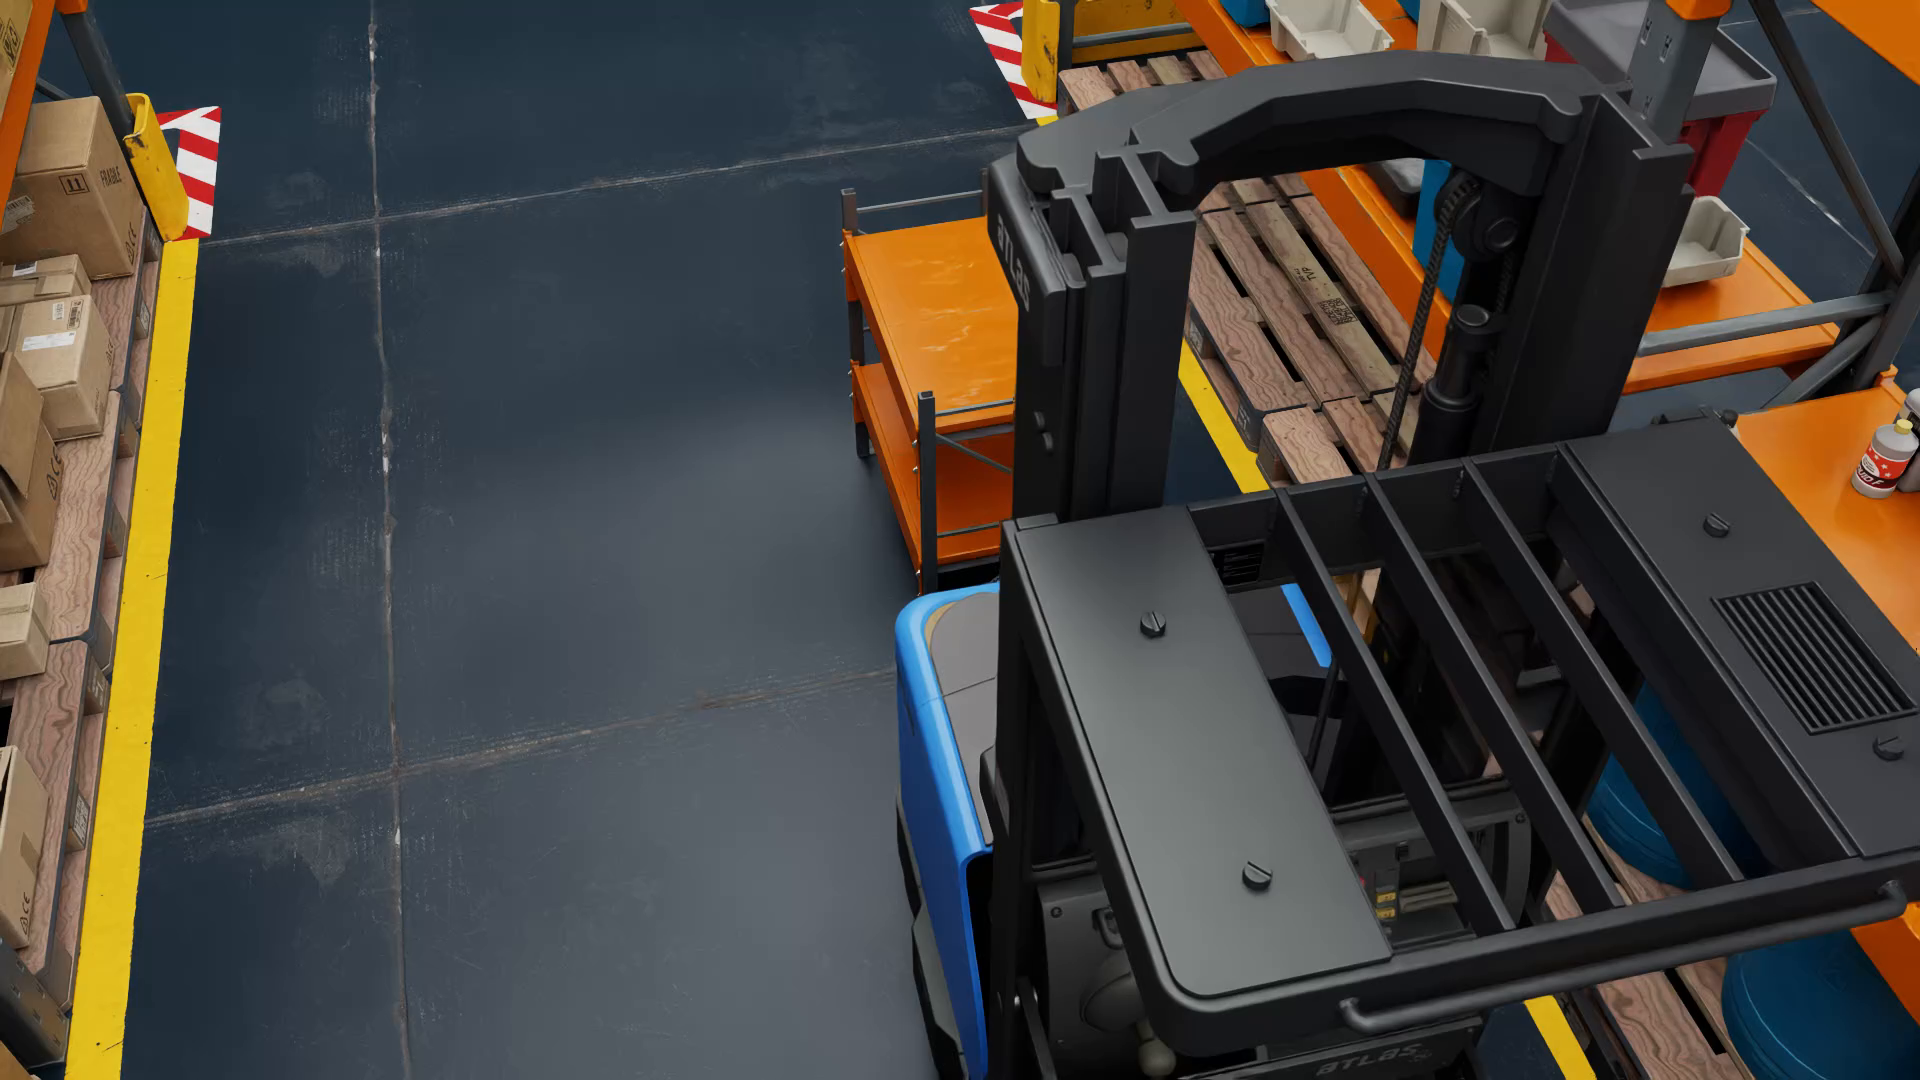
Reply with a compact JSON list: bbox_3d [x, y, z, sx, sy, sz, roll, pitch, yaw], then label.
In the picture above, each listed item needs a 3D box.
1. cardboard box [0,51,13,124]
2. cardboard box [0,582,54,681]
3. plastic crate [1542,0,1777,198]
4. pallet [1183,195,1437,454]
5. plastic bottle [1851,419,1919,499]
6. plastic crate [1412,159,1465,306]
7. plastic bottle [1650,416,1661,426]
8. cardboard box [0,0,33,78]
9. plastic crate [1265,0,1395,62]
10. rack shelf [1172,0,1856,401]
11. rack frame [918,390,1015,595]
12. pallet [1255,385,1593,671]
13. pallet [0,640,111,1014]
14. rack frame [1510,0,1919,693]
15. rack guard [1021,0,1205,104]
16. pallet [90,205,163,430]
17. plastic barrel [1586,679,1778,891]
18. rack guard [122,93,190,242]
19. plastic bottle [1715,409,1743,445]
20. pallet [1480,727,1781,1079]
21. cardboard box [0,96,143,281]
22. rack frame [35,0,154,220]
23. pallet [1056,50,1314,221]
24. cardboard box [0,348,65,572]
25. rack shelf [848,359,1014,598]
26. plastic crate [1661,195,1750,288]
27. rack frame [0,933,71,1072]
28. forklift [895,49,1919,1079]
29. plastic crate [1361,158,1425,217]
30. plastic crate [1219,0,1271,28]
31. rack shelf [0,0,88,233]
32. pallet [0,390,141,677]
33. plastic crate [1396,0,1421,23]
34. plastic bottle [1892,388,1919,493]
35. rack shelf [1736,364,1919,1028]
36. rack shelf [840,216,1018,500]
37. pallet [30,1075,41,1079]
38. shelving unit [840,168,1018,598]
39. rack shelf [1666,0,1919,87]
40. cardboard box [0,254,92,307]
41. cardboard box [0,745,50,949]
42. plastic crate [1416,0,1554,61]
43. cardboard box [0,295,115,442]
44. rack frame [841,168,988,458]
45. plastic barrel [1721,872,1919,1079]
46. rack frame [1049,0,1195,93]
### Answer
[{"bbox_3d":[-3.249,-1.452,5.003,0.500,0.500,0.500,-10,46,-10],"label":"cardboard box"},{"bbox_3d":[-2.991,0.295,5.037,0.380,0.166,0.250,-11,47,-10],"label":"cardboard box"},{"bbox_3d":[1.942,-1.227,4.765,0.402,0.464,0.583,-11,47,-10],"label":"plastic crate"},{"bbox_3d":[1.386,-0.890,6.474,1.003,0.211,1.213,-11,47,-10],"label":"pallet"},{"bbox_3d":[2.225,-0.203,3.988,0.097,0.201,0.097,0,46,0],"label":"plastic bottle"},{"bbox_3d":[1.479,-0.797,4.400,0.392,0.384,0.575,-11,47,-10],"label":"plastic crate"},{"bbox_3d":[1.609,-0.149,3.878,0.061,0.283,0.133,-11,47,-10],"label":"plastic bottle"},{"bbox_3d":[-3.371,-1.798,5.342,0.500,0.500,0.500,-10,46,-10],"label":"cardboard box"},{"bbox_3d":[1.192,-1.597,5.358,0.293,0.136,0.466,-11,47,-10],"label":"plastic crate"},{"bbox_3d":[1.416,-1.650,5.771,1.077,0.370,4.000,-11,47,-10],"label":"rack shelf"},{"bbox_3d":[0.128,-0.047,5.009,0.500,1.125,0.032,-11,47,-10],"label":"rack frame"},{"bbox_3d":[1.702,-0.046,5.647,1.003,0.211,1.213,-11,47,-10],"label":"pallet"},{"bbox_3d":[-3.036,0.884,4.736,1.003,0.211,1.213,-11,47,-10],"label":"pallet"},{"bbox_3d":[1.928,-0.521,4.161,1.000,3.000,0.127,-11,47,-10],"label":"rack frame"},{"bbox_3d":[0.885,-2.422,7.774,1.175,0.500,0.348,-11,47,-10],"label":"rack guard"},{"bbox_3d":[-3.661,-0.801,6.387,1.003,0.211,1.213,-11,47,-10],"label":"pallet"},{"bbox_3d":[2.051,0.445,4.389,0.600,0.901,0.708,-11,47,-10],"label":"plastic barrel"},{"bbox_3d":[-3.866,-1.452,6.823,1.175,0.500,0.348,-11,47,-10],"label":"rack guard"},{"bbox_3d":[1.715,-0.174,3.855,0.144,0.351,0.185,-11,47,-10],"label":"plastic bottle"},{"bbox_3d":[2.085,0.995,4.627,1.003,0.211,1.213,-11,47,-10],"label":"pallet"},{"bbox_3d":[-3.508,-1.328,6.394,0.500,0.500,0.500,-11,47,-10],"label":"cardboard box"},{"bbox_3d":[-3.885,-2.380,5.982,1.000,3.000,0.127,-11,47,-10],"label":"rack frame"},{"bbox_3d":[1.078,-1.730,7.298,1.003,0.211,1.213,-11,47,-10],"label":"pallet"},{"bbox_3d":[-3.347,-0.194,5.280,0.797,0.503,0.637,-11,47,-10],"label":"cardboard box"},{"bbox_3d":[-0.002,-0.227,5.527,0.538,0.278,1.000,-11,47,-10],"label":"rack shelf"},{"bbox_3d":[1.947,-0.797,4.574,0.396,0.136,0.243,-11,47,-10],"label":"plastic crate"},{"bbox_3d":[-2.861,0.382,3.276,1.000,3.000,0.127,-11,47,-10],"label":"rack frame"},{"bbox_3d":[0.653,0.819,2.895,1.130,2.935,3.031,-9,46,-9],"label":"forklift"},{"bbox_3d":[1.382,-1.170,4.947,0.437,0.125,0.590,-11,47,-10],"label":"plastic crate"},{"bbox_3d":[1.063,-1.898,5.585,0.416,0.233,0.300,-11,47,-10],"label":"plastic crate"},{"bbox_3d":[-3.373,-0.747,4.886,1.077,0.370,4.000,-11,47,-10],"label":"rack shelf"},{"bbox_3d":[-3.352,0.040,5.563,1.003,0.211,1.213,-11,47,-10],"label":"pallet"},{"bbox_3d":[1.678,-1.874,5.562,0.416,0.233,0.300,-11,47,-10],"label":"plastic crate"},{"bbox_3d":[2.341,-0.265,3.996,0.152,0.276,0.135,-11,47,-10],"label":"plastic bottle"},{"bbox_3d":[2.440,1.111,3.064,1.077,0.370,4.000,-11,47,-10],"label":"rack shelf"},{"bbox_3d":[-0.002,-0.603,5.144,0.538,0.278,1.000,-11,47,-10],"label":"rack shelf"},{"bbox_3d":[-2.617,1.913,3.728,1.003,0.211,1.213,-11,47,-10],"label":"pallet"},{"bbox_3d":[-0.002,-0.398,5.353,0.538,1.125,1.048,-11,47,-10],"label":"shelving unit"},{"bbox_3d":[2.440,0.062,1.993,1.077,0.370,4.000,-11,47,-10],"label":"rack shelf"},{"bbox_3d":[-3.491,-0.916,6.223,0.380,0.166,0.250,-11,47,-10],"label":"cardboard box"},{"bbox_3d":[-2.760,0.840,4.401,0.500,0.311,0.500,-11,47,-10],"label":"cardboard box"},{"bbox_3d":[1.715,-1.589,5.248,0.437,0.282,0.530,-11,47,-10],"label":"plastic crate"},{"bbox_3d":[-3.294,-0.580,5.835,0.500,0.250,0.500,-11,47,-10],"label":"cardboard box"},{"bbox_3d":[-0.132,-0.749,5.697,0.500,1.125,0.032,-11,47,-10],"label":"rack frame"},{"bbox_3d":[2.232,0.934,3.910,0.600,0.901,0.708,-11,47,-10],"label":"plastic barrel"},{"bbox_3d":[0.904,-3.283,6.867,1.000,3.000,0.127,-11,47,-10],"label":"rack frame"}]
